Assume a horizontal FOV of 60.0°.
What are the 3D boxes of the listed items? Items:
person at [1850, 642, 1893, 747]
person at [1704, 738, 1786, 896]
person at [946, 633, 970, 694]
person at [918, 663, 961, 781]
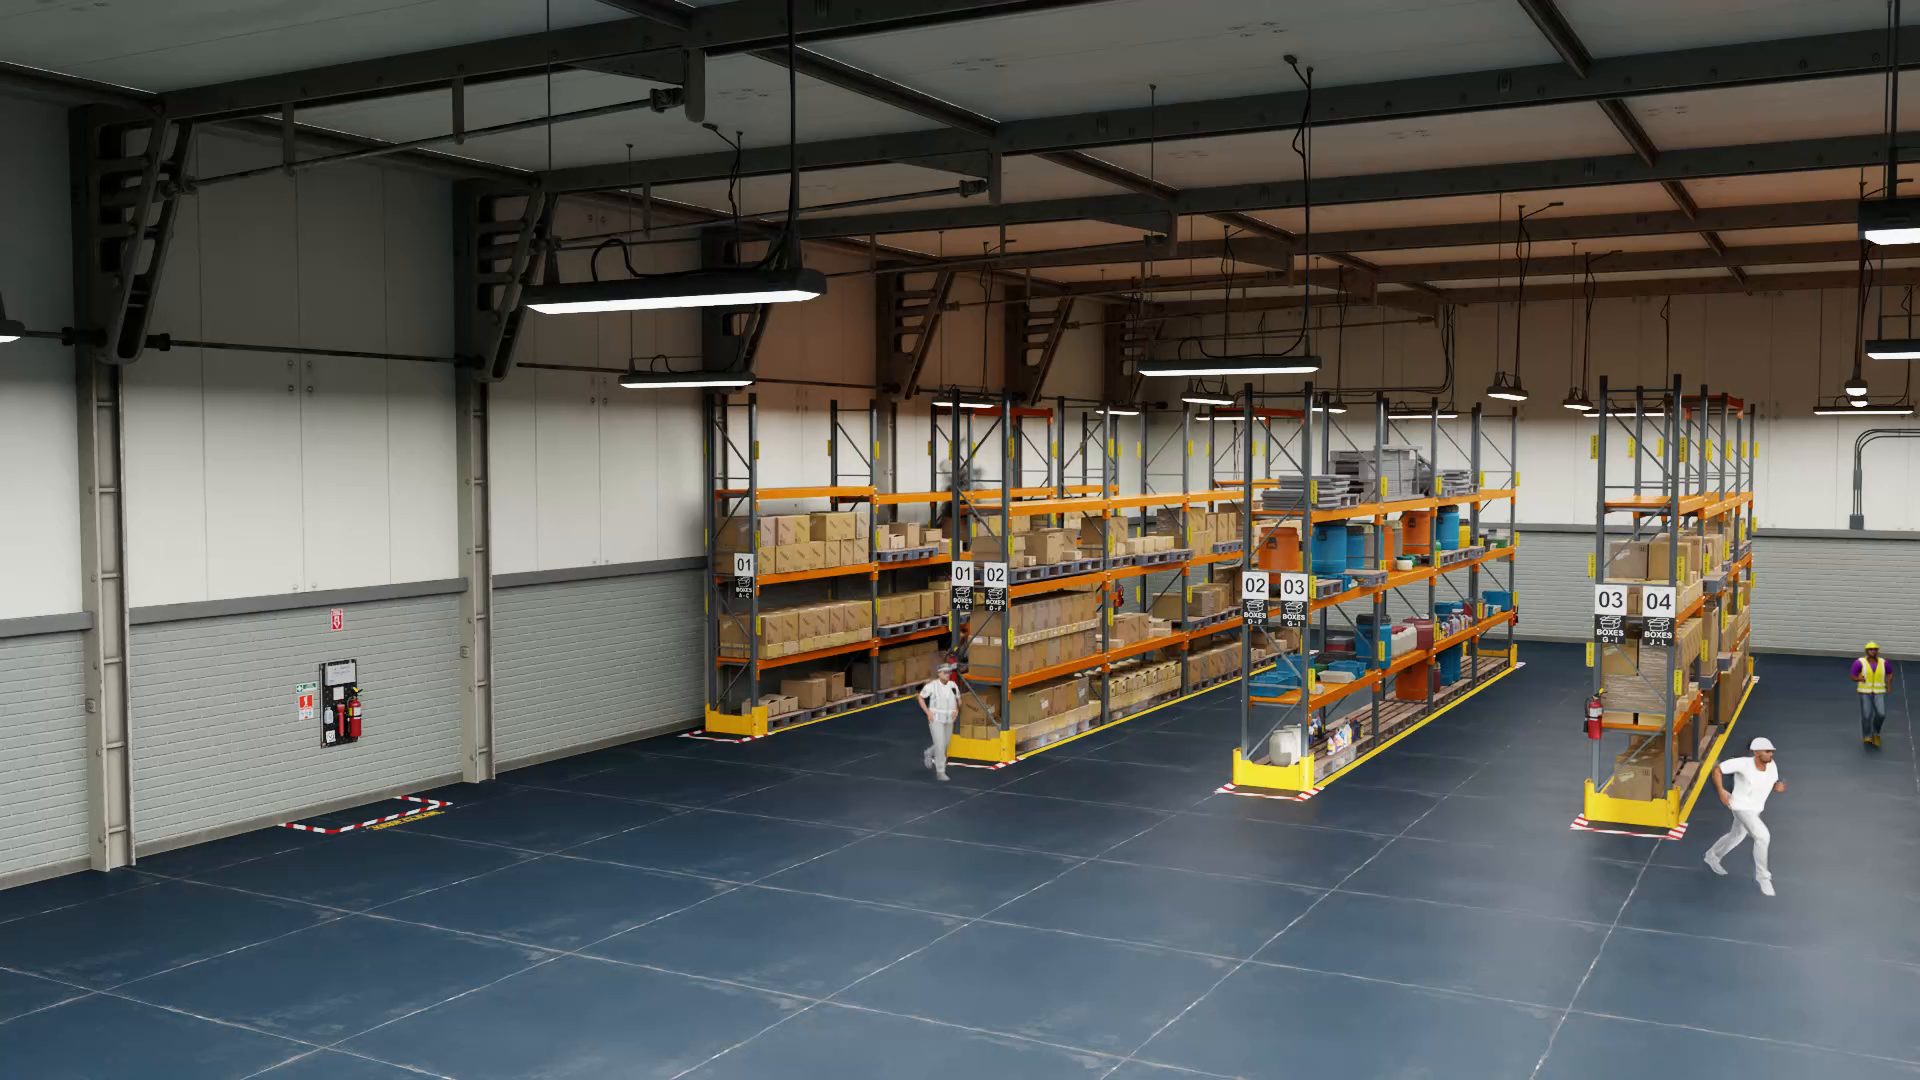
[{"bbox_3d":[15.421,2.610,28.096,0.677,1.772,0.649,1,3,21],"label":"person"},{"bbox_3d":[8.975,3.114,19.082,0.693,1.776,0.971,-2,4,-30],"label":"person"},{"bbox_3d":[-0.008,2.522,30.031,0.671,1.705,0.796,2,3,27],"label":"person"},{"bbox_3d":[-0.300,2.763,25.542,0.691,1.784,0.876,-2,4,-30],"label":"person"}]
